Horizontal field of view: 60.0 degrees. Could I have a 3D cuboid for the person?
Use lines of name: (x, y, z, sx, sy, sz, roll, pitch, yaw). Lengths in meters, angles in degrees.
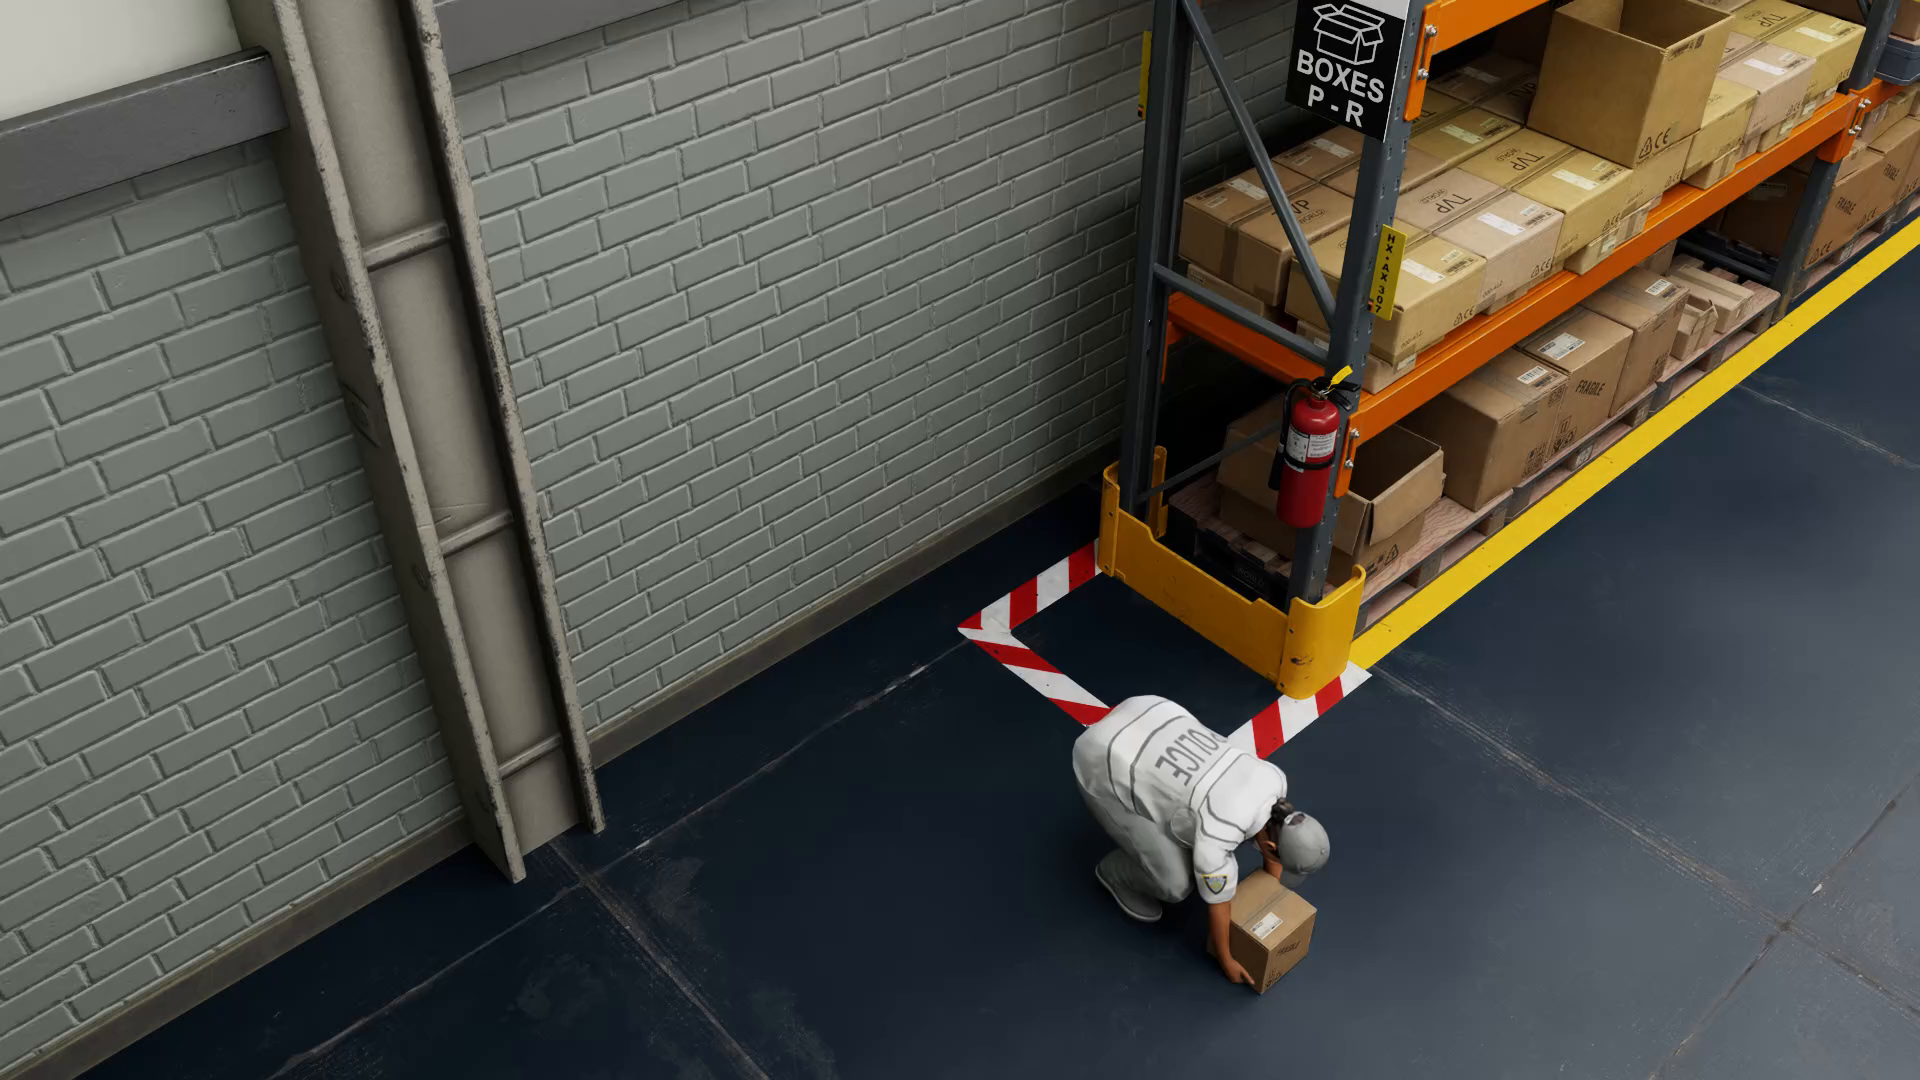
person: (0.814, 0.999, 5.692, 0.509, 0.764, 0.937, -32, 49, -32)
